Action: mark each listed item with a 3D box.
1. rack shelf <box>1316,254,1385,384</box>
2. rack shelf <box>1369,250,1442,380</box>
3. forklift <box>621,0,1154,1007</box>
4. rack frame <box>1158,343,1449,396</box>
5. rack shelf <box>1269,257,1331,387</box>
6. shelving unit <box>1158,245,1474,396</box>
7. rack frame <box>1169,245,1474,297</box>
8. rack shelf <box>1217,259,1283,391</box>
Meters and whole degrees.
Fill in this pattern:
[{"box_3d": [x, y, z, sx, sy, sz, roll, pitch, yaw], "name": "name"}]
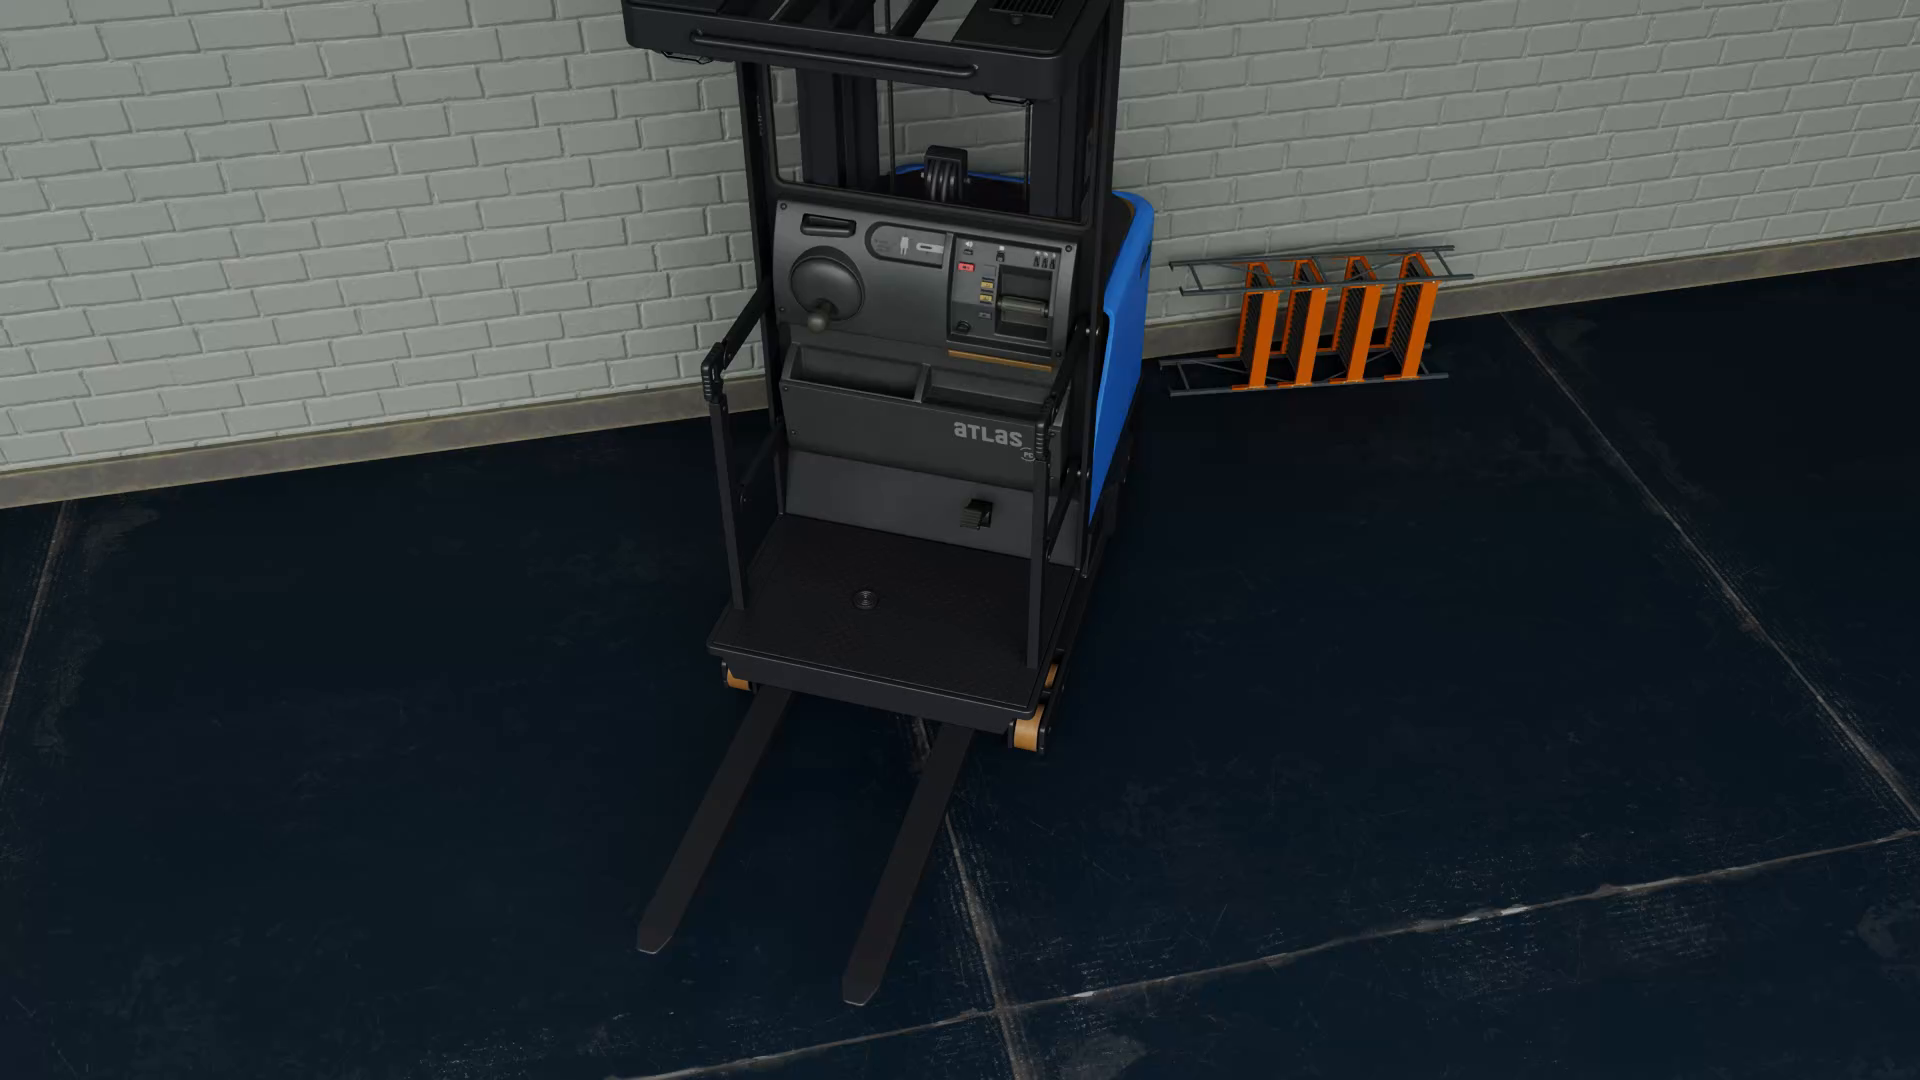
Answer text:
[{"box_3d": [1.609, -0.918, 6.894, 0.148, 0.480, 0.258, -4, 42, -6], "name": "rack shelf"}, {"box_3d": [1.844, -0.936, 6.920, 0.148, 0.480, 0.258, -4, 42, -6], "name": "rack shelf"}, {"box_3d": [-0.170, -0.697, 4.827, 1.130, 2.935, 3.031, 11, 43, 12], "name": "forklift"}, {"box_3d": [1.450, -0.724, 7.039, 1.200, 0.015, 0.240, -4, 42, -6], "name": "rack frame"}, {"box_3d": [1.387, -0.902, 6.871, 0.148, 0.480, 0.258, -4, 42, -6], "name": "rack shelf"}, {"box_3d": [1.454, -0.907, 6.878, 1.200, 0.503, 0.258, -4, 42, -6], "name": "shelving unit"}, {"box_3d": [1.458, -1.089, 6.716, 1.200, 0.015, 0.240, -4, 42, -6], "name": "rack frame"}, {"box_3d": [1.190, -0.887, 6.849, 0.148, 0.480, 0.258, -4, 42, -6], "name": "rack shelf"}]
